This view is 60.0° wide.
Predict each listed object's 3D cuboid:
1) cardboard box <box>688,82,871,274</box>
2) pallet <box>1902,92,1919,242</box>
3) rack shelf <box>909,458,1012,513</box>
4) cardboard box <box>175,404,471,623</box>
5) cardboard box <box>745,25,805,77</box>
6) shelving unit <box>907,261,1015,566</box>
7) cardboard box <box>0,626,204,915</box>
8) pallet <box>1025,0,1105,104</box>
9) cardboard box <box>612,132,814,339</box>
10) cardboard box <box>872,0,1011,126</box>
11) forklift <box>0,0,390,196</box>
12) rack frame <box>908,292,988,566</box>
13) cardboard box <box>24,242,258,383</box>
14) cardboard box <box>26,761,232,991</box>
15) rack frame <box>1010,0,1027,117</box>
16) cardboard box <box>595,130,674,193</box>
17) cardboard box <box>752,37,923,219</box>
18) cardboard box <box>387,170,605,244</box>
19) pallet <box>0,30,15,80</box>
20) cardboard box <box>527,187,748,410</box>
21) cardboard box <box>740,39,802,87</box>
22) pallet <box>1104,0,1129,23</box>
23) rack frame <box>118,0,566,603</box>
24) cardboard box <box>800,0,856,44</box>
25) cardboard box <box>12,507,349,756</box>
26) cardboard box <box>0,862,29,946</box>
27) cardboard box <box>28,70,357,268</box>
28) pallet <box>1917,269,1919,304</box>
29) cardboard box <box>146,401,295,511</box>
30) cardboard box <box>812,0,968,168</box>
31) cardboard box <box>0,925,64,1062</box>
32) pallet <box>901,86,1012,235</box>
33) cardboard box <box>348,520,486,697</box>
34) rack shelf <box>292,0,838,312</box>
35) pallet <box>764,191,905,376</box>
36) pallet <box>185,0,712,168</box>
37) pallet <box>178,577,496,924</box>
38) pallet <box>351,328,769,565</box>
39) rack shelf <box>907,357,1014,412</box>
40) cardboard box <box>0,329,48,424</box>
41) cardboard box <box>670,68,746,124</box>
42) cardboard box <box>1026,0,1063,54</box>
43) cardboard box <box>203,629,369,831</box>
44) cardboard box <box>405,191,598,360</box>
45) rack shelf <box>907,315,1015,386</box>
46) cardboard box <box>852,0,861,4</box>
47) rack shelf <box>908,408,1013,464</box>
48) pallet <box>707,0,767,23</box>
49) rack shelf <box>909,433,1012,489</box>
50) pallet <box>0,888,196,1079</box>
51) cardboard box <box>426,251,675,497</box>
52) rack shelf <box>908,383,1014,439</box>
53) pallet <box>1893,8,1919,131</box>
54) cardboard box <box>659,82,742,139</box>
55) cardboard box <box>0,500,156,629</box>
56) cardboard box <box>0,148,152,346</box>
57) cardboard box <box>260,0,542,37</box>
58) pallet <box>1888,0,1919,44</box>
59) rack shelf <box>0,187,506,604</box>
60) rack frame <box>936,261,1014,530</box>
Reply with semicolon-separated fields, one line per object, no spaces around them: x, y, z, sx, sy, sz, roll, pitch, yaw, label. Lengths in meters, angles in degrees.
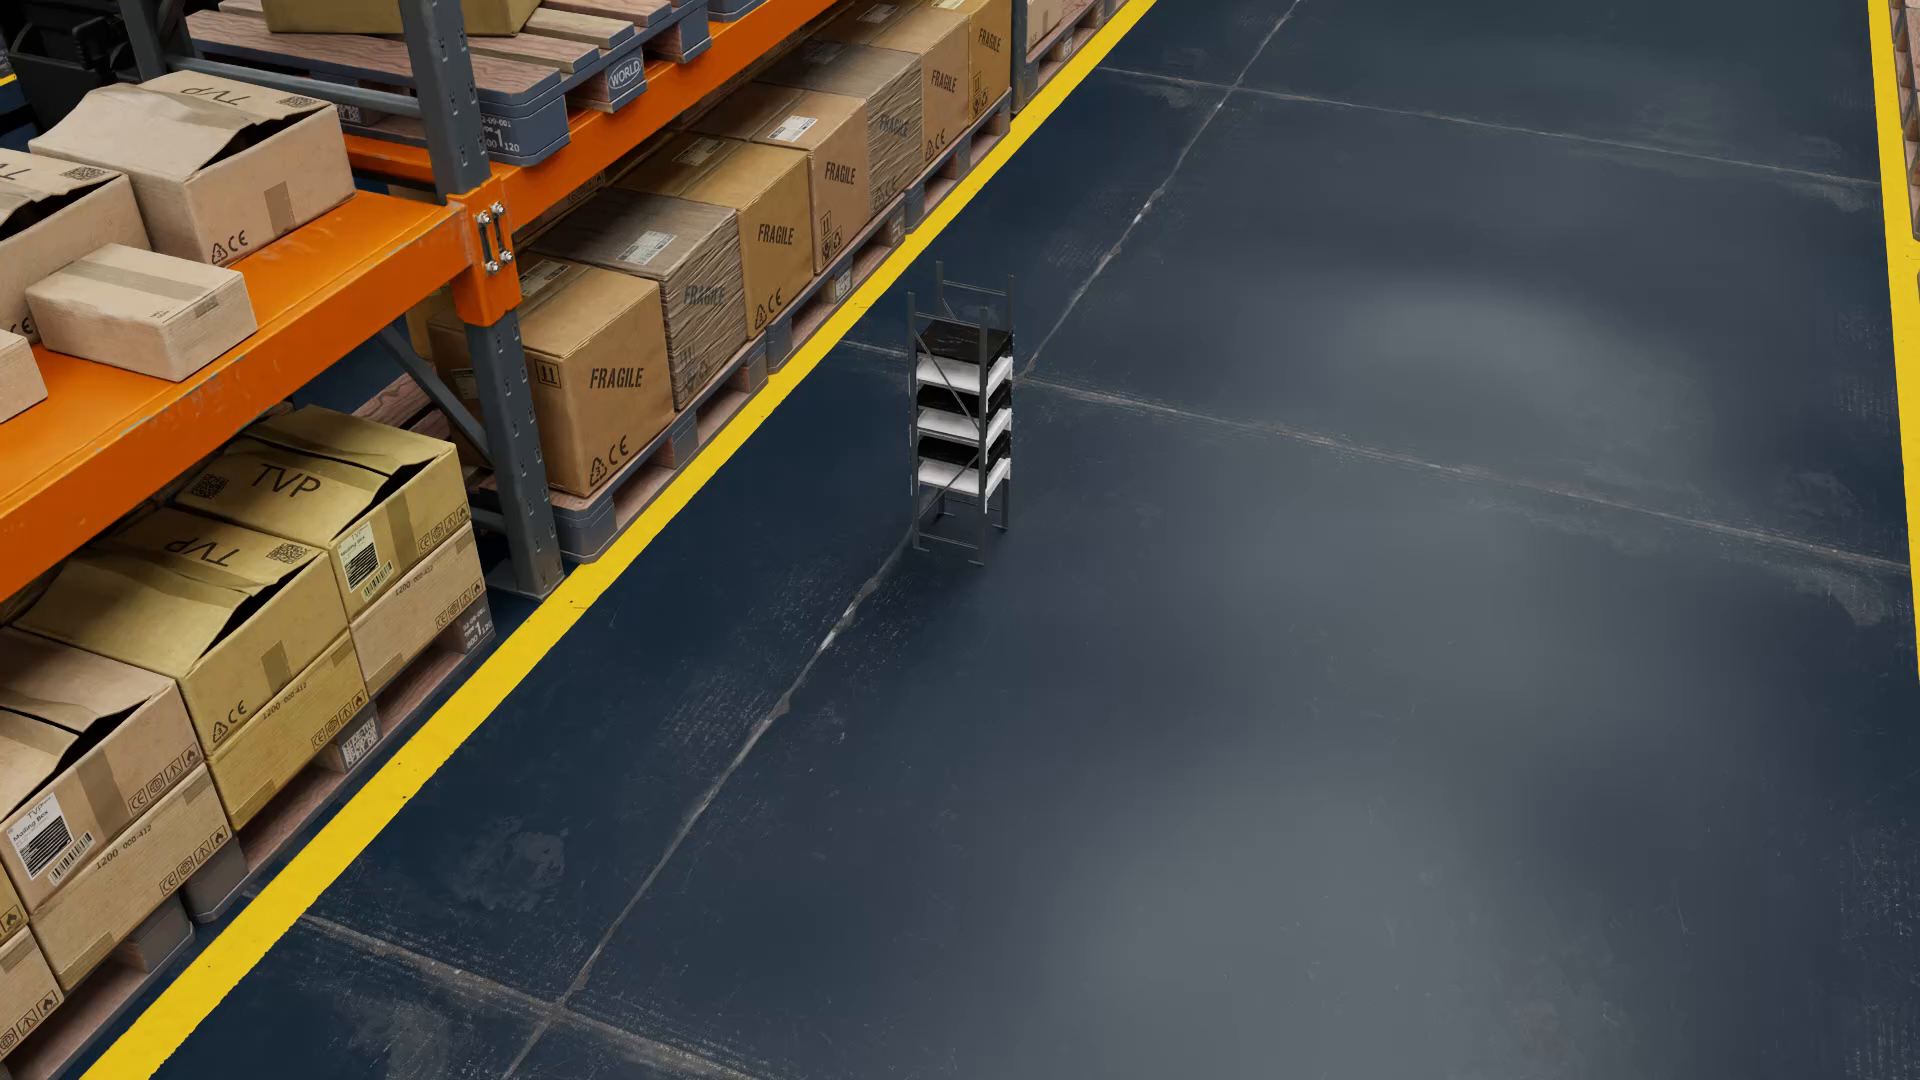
-0.671;-1.381;6.312;0.500;0.500;0.500;13;39;16;cardboard box
4.653;-1.544;7.140;1.003;0.211;1.213;14;39;18;pallet
0.003;-0.194;5.114;0.258;0.077;0.200;14;39;18;rack shelf
-1.664;-0.107;4.365;0.500;0.311;0.500;15;39;19;cardboard box
-0.960;-2.085;6.628;0.500;0.250;0.500;14;39;18;cardboard box
0.003;-0.365;4.987;0.258;0.900;0.210;14;39;18;shelving unit
-2.050;0.461;3.605;0.500;0.311;0.500;14;39;17;cardboard box
0.092;-2.639;8.604;1.003;0.211;1.213;14;39;18;pallet
-0.865;-1.091;5.924;0.500;0.500;0.500;13;39;17;cardboard box
-0.093;-2.212;7.425;0.500;0.500;0.500;14;39;17;cardboard box
-3.024;-1.932;5.386;1.130;2.935;3.031;14;39;18;forklift
-0.036;-0.309;4.911;0.240;0.900;0.006;14;39;18;rack frame
-1.779;-0.500;3.623;0.380;0.149;0.250;14;39;18;cardboard box
-2.054;0.683;3.777;0.500;0.250;0.500;15;39;19;cardboard box
-0.170;-3.376;7.261;1.000;3.000;0.127;14;39;18;rack frame
-1.356;-1.194;6.062;0.500;0.500;0.500;12;39;16;cardboard box
-0.480;-1.663;6.690;0.500;0.500;0.500;14;39;18;cardboard box
-1.536;-1.240;5.498;0.500;0.250;0.500;15;39;19;cardboard box
-5.439;-2.263;8.101;1.003;0.211;1.213;14;39;18;pallet
-1.061;-0.814;5.554;0.500;0.500;0.500;12;39;16;cardboard box
-0.969;-1.766;6.827;0.500;0.500;0.500;14;39;18;cardboard box
0.555;-3.317;9.511;1.003;0.211;1.213;14;39;18;pallet
-1.692;-1.161;4.298;1.000;3.000;0.127;14;39;18;rack frame
-0.772;-2.041;7.195;0.500;0.500;0.500;14;39;18;cardboard box
-1.855;0.183;3.978;0.500;0.311;0.500;13;39;17;cardboard box
-2.243;0.738;3.234;0.500;0.311;0.500;15;39;19;cardboard box
-1.871;-0.934;4.069;0.500;0.311;0.500;16;40;21;cardboard box
4.077;-0.711;6.025;1.003;0.211;1.213;14;39;18;pallet
-2.163;-0.230;4.529;0.500;0.311;0.500;15;39;19;cardboard box
-0.289;-1.941;7.061;0.500;0.500;0.500;14;39;18;cardboard box
-2.247;0.968;3.395;0.500;0.250;0.500;15;39;19;cardboard box
-0.445;-1.800;7.482;1.003;0.211;1.213;14;39;18;pallet
-1.667;0.119;4.532;0.500;0.250;0.500;15;39;19;cardboard box
-0.931;-1.980;5.995;1.077;0.370;4.000;14;39;18;rack shelf
-0.907;-1.122;6.575;1.003;0.211;1.213;14;39;18;pallet
-1.499;-1.476;4.879;1.213;0.211;1.003;14;39;18;pallet
-2.041;0.403;4.535;1.003;0.211;1.213;14;39;18;pallet
-1.373;-0.449;5.674;1.003;0.211;1.213;14;39;18;pallet
0.003;-0.482;4.899;0.258;0.077;0.200;14;39;18;rack shelf
-2.125;-0.342;3.412;0.380;0.149;0.250;17;40;21;cardboard box
-1.150;-1.807;6.257;0.500;0.250;0.500;13;39;17;cardboard box
0.190;-2.658;8.179;0.500;0.311;0.500;14;39;18;cardboard box
-1.860;0.405;4.149;0.500;0.250;0.500;13;39;17;cardboard box
-1.553;-0.907;5.679;0.500;0.500;0.500;15;39;20;cardboard box
0.003;-0.555;4.845;0.258;0.077;0.200;14;39;18;rack shelf
-0.580;-2.339;7.594;0.500;0.500;0.500;12;38;16;cardboard box
0.003;-0.338;5.007;0.258;0.077;0.200;14;39;18;rack shelf
-0.956;-2.162;5.797;1.003;0.211;1.213;14;39;18;pallet
0.003;-0.266;5.060;0.258;0.077;0.200;14;39;18;rack shelf
-2.507;1.076;3.634;1.003;0.211;1.213;14;39;18;pallet
-1.255;-0.523;5.165;0.500;0.500;0.500;15;39;20;cardboard box
0.003;-0.410;4.953;0.258;0.077;0.200;14;39;18;rack shelf
5.116;-2.222;8.047;1.003;0.211;1.213;14;39;18;pallet
-1.162;-1.486;6.453;0.500;0.500;0.500;12;39;16;cardboard box
-2.355;0.063;4.138;0.500;0.311;0.500;13;39;17;cardboard box
-2.212;-0.674;3.721;0.500;0.311;0.500;13;39;17;cardboard box
-1.557;-1.744;4.643;0.700;0.500;0.500;2;37;2;cardboard box
5.582;-2.895;8.947;1.003;0.211;1.213;14;39;18;pallet
-2.453;0.234;3.032;1.077;0.370;4.000;14;39;18;rack shelf
0.042;-0.421;5.062;0.240;0.900;0.006;14;39;18;rack frame
